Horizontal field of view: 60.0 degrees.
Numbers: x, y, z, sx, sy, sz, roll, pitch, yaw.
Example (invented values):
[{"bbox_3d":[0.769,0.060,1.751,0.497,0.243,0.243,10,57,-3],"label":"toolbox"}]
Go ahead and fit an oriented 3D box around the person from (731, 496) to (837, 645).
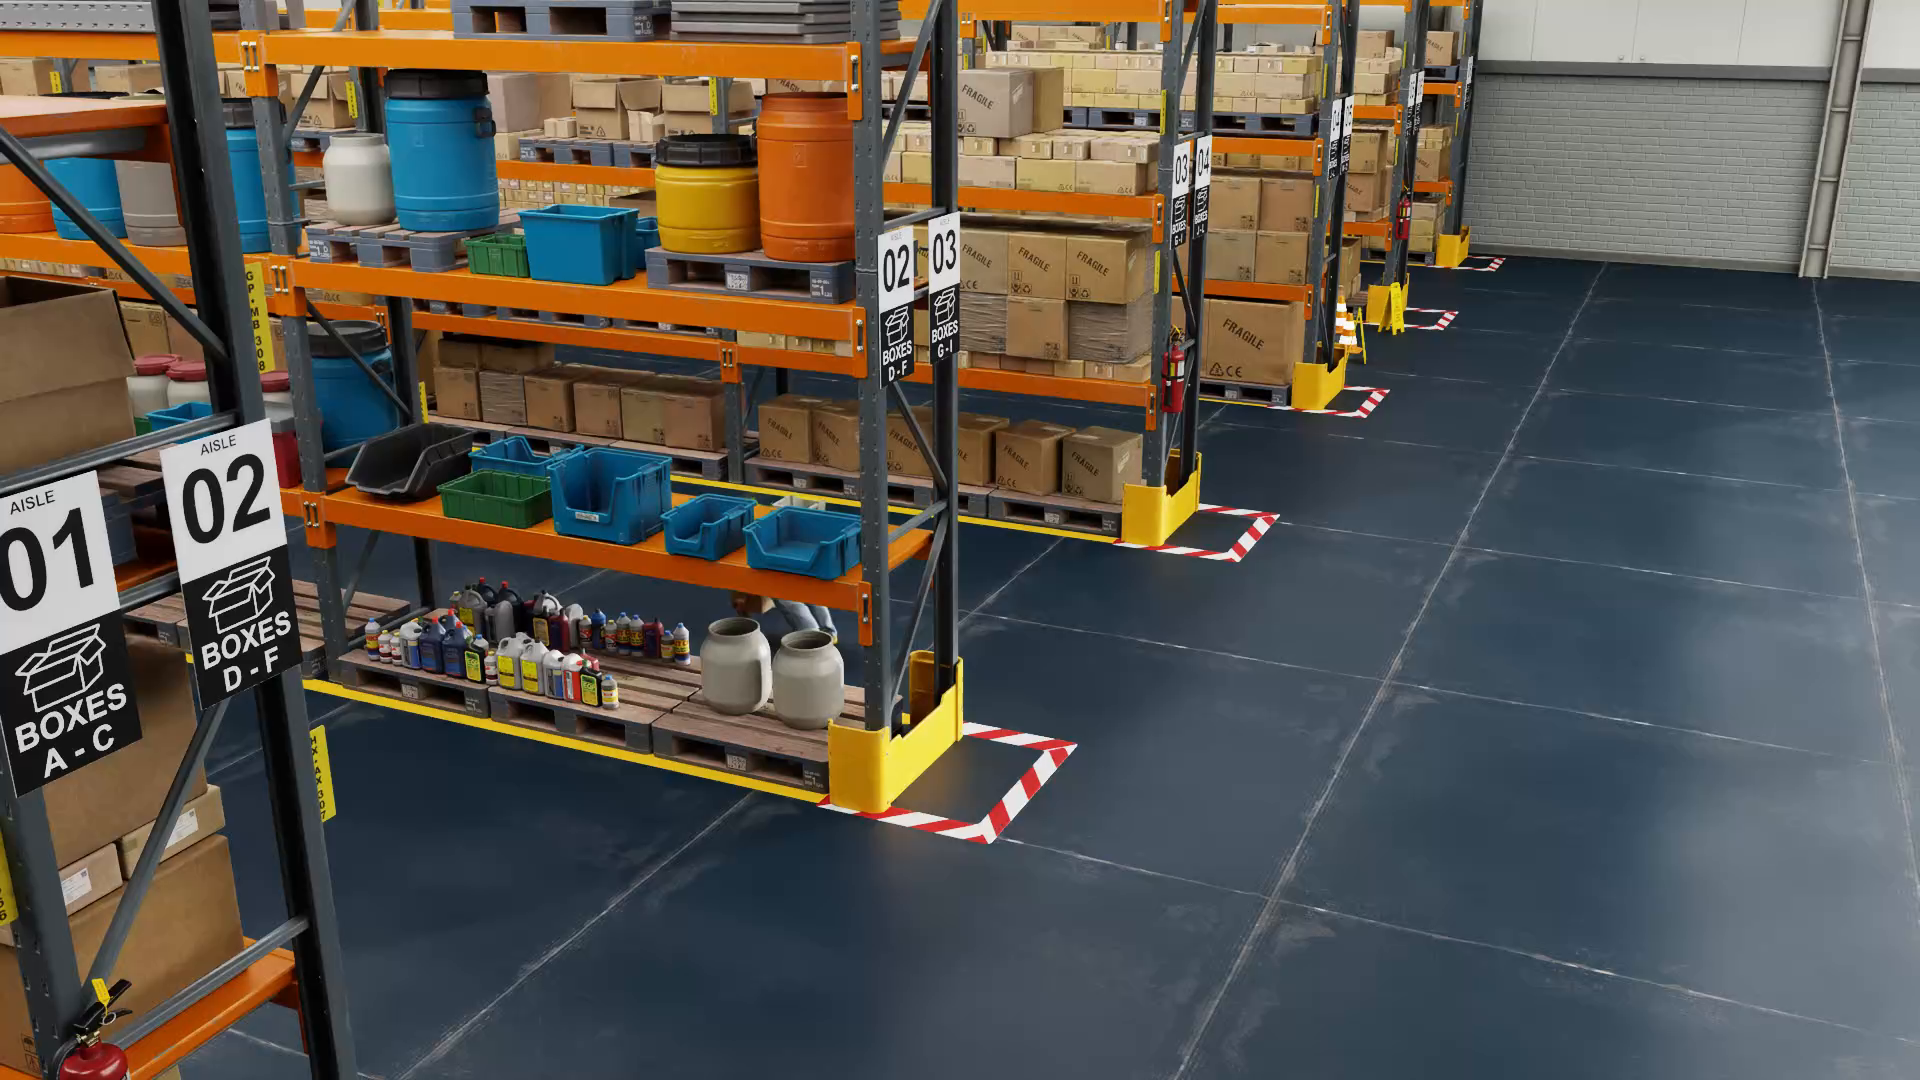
[{"bbox_3d":[-1.166,0.238,11.451,0.966,1.041,0.513,7,20,20],"label":"person"}]
